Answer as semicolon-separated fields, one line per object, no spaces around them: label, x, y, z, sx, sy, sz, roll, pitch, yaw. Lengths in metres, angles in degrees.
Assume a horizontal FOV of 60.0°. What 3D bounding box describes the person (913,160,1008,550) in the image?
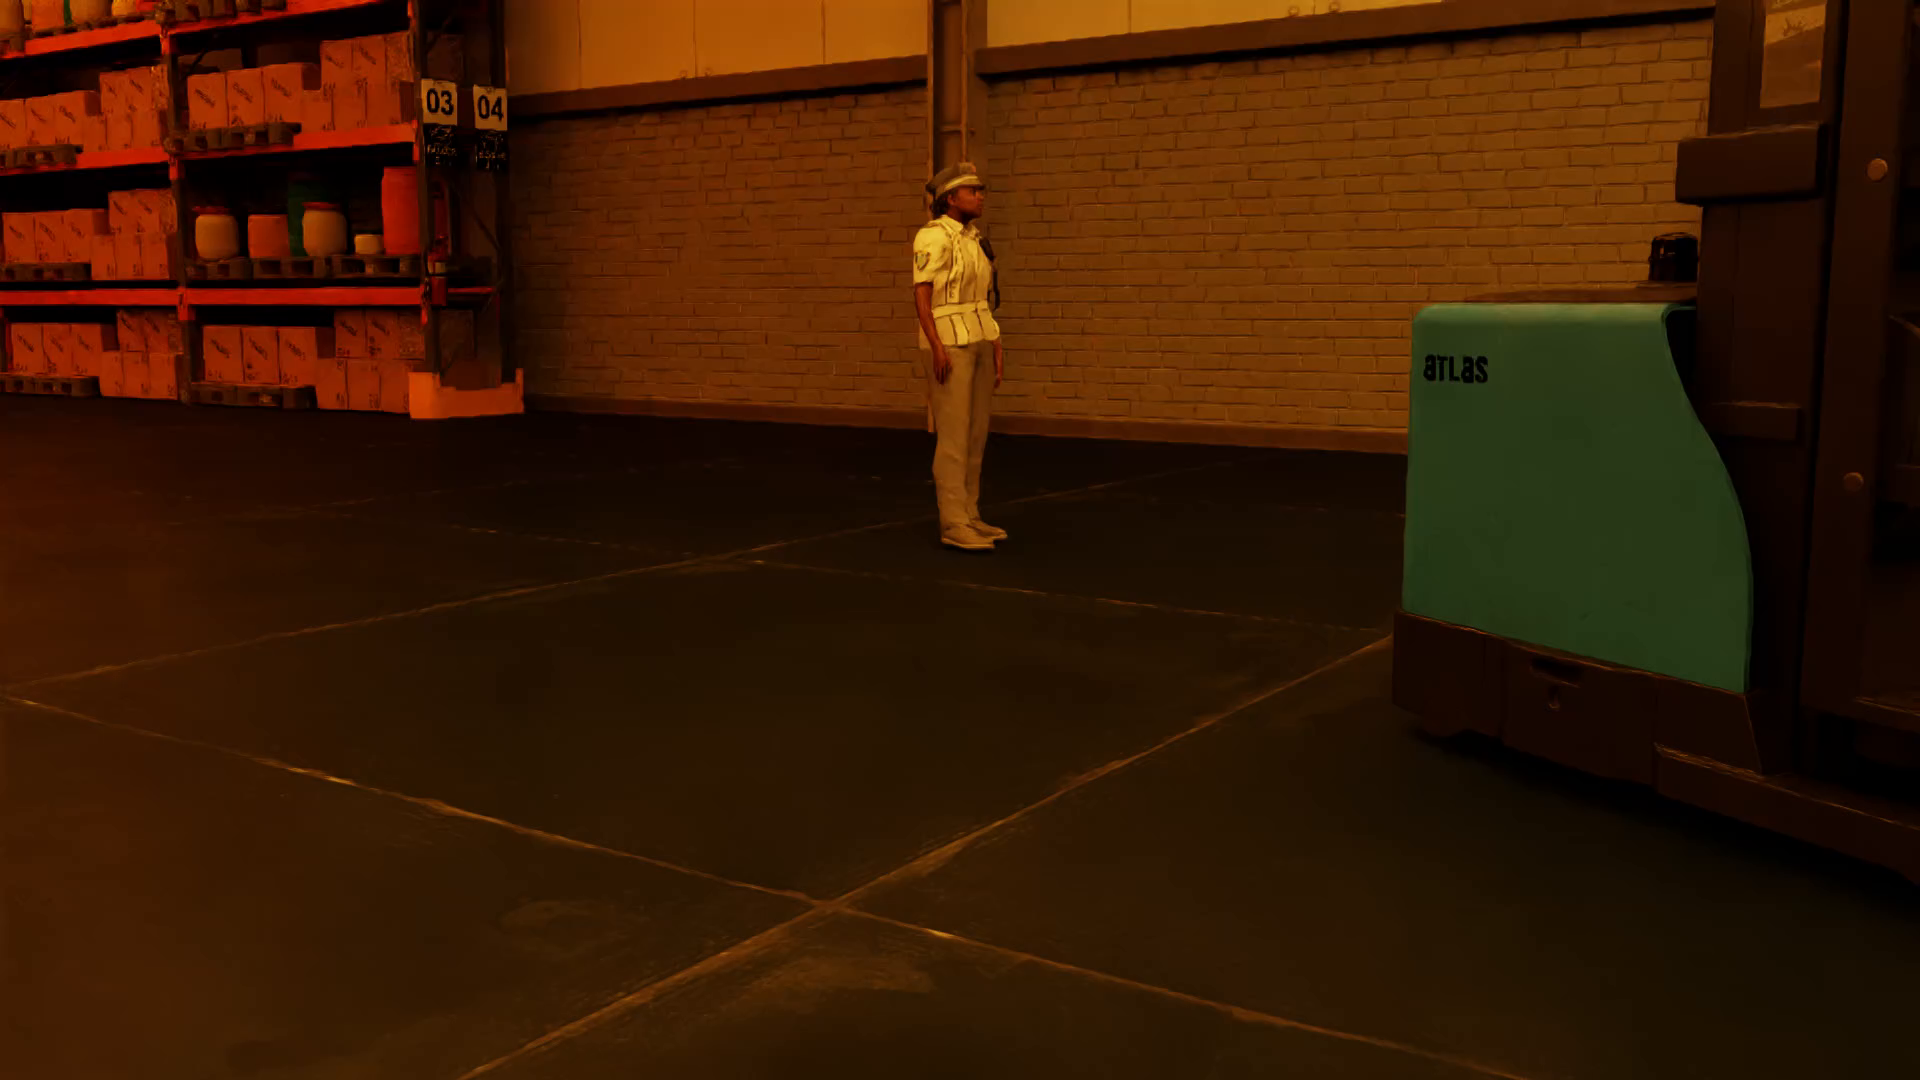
person;0.051;-0.839;7.426;0.529;1.695;0.570;5;10;34

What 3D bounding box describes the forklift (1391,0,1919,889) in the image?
forklift;2.197;-0.816;2.927;1.130;2.935;3.031;-4;9;-26
